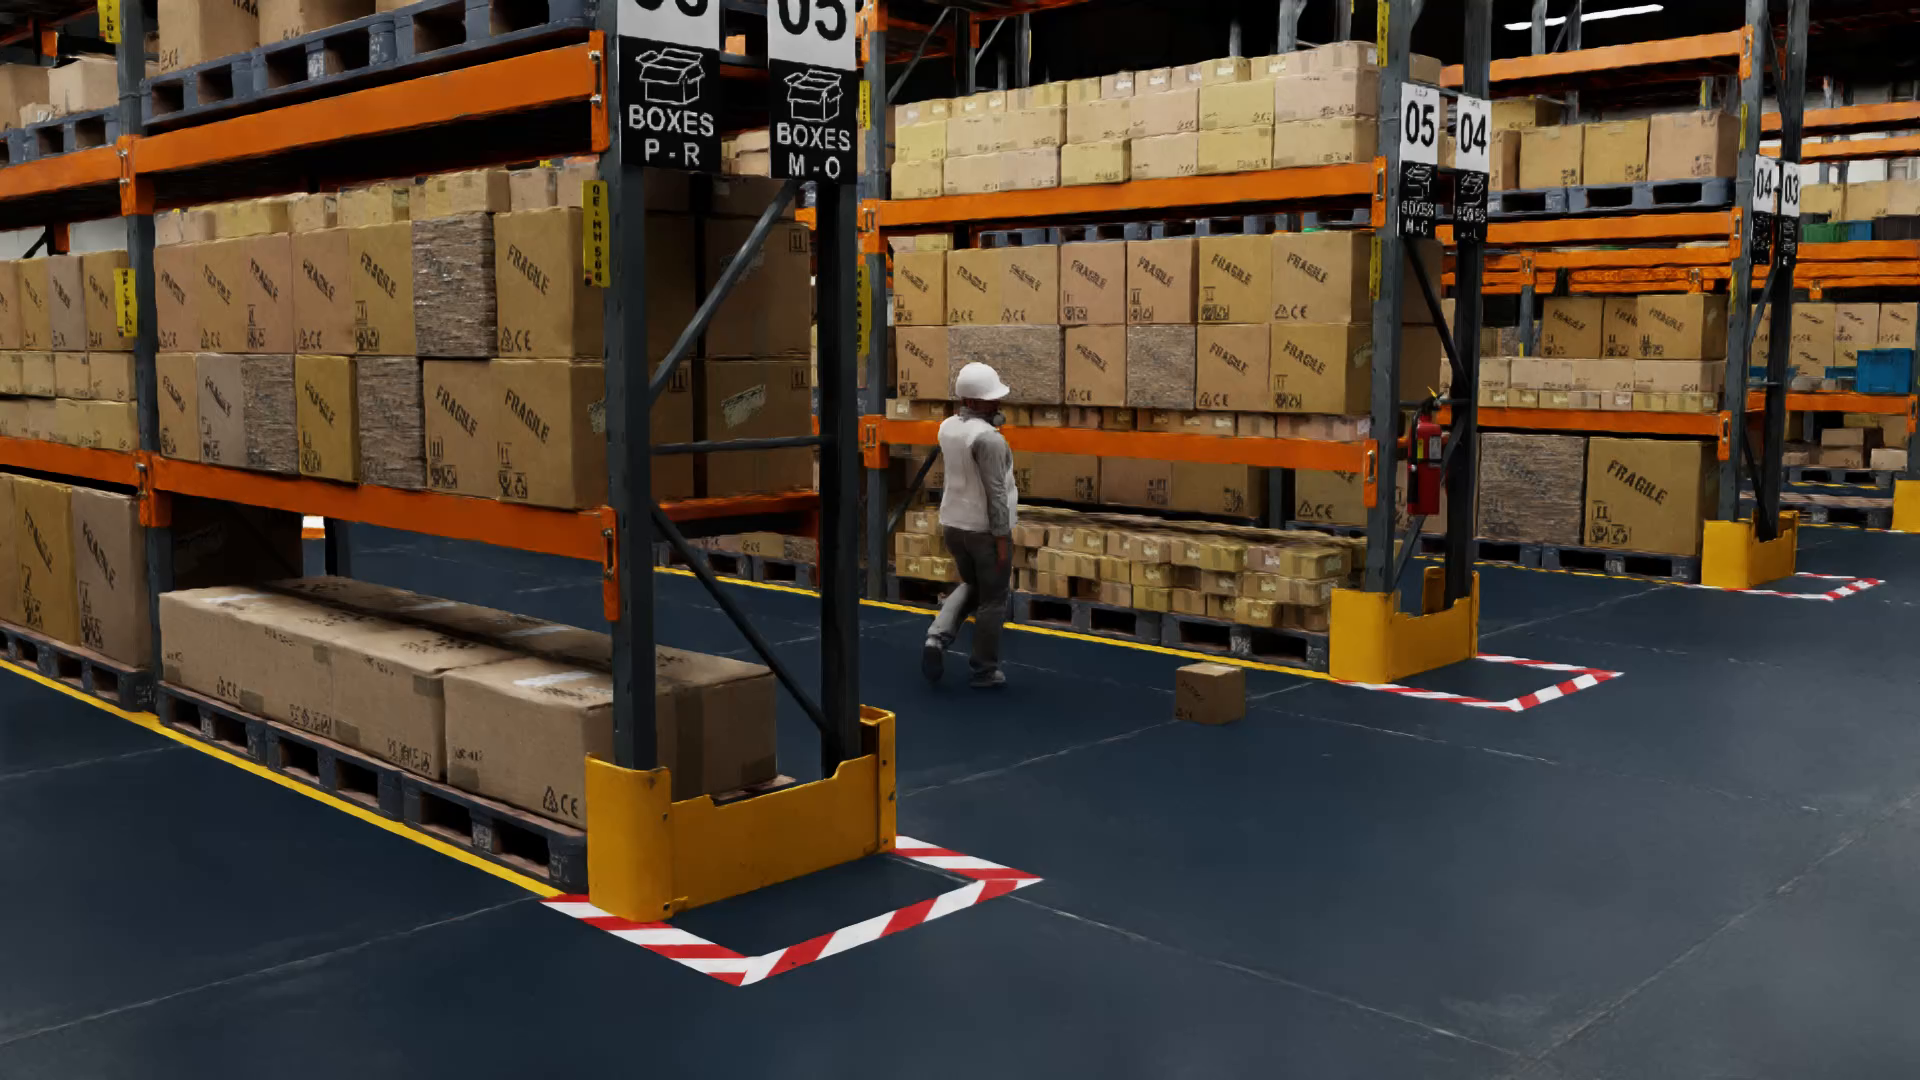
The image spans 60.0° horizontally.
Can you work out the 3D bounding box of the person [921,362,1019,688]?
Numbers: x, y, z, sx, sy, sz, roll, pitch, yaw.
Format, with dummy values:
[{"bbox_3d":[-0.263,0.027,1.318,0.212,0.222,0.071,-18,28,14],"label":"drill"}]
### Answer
[{"bbox_3d":[0.125,-0.065,8.815,0.525,1.748,0.587,-6,9,-41],"label":"person"}]
